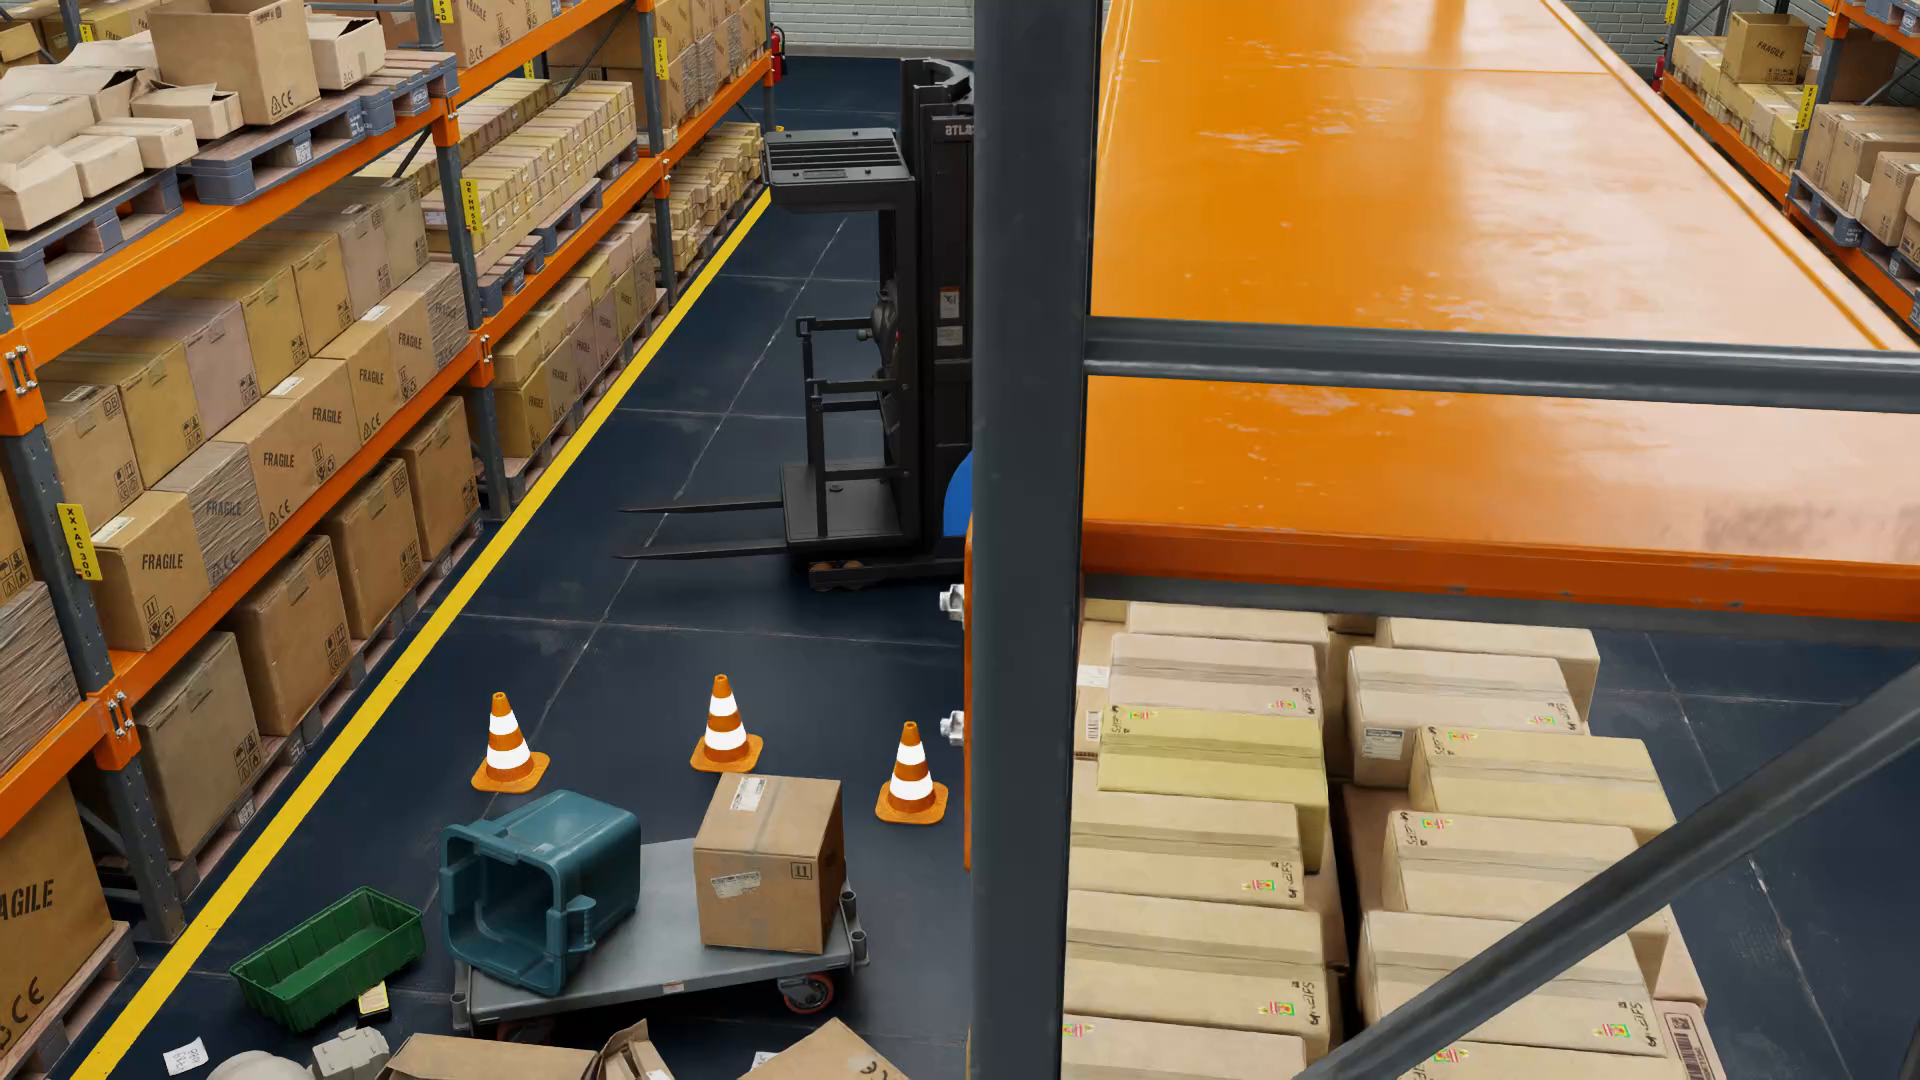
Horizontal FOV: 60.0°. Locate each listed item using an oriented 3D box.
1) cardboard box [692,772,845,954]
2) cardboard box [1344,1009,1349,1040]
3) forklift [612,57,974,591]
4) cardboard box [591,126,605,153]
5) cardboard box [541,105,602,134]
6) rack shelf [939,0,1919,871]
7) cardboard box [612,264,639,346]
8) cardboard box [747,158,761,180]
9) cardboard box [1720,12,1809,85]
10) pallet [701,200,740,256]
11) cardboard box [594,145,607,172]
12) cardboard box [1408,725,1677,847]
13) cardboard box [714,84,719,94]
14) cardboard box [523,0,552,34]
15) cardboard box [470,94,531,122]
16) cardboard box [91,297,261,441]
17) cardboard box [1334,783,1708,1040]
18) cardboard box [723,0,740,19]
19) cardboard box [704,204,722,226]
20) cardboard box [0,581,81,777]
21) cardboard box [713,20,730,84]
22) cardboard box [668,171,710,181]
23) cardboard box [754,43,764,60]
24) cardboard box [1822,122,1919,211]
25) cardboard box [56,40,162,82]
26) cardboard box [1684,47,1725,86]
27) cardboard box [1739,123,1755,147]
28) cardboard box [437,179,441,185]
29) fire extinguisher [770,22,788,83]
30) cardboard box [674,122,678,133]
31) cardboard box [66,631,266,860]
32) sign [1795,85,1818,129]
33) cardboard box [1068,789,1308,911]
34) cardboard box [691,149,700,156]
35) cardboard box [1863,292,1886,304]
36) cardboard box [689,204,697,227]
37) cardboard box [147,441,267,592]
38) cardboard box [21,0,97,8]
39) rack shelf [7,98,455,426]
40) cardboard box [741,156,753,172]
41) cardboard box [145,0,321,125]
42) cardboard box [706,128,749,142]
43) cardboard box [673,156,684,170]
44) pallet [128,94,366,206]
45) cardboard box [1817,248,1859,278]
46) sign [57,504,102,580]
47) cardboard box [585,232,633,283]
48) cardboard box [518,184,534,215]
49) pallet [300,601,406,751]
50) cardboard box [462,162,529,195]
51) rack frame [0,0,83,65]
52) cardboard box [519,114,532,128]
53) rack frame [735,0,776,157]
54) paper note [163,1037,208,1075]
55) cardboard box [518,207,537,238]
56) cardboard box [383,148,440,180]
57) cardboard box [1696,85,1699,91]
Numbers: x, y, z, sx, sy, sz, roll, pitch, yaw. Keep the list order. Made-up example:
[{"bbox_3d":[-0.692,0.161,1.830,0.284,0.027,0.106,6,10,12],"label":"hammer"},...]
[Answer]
[{"bbox_3d":[-0.767,1.311,6.782,0.500,0.500,0.500,3,28,6],"label":"cardboard box"},{"bbox_3d":[0.892,0.800,2.997,0.380,0.149,0.250,3,28,6],"label":"cardboard box"},{"bbox_3d":[-0.617,-1.250,9.771,3.031,2.935,1.130,-4,29,-7],"label":"forklift"},{"bbox_3d":[-2.888,-3.009,12.473,0.380,0.149,0.250,2,28,5],"label":"cardboard box"},{"bbox_3d":[-2.895,-3.137,12.396,0.380,0.149,0.250,3,28,6],"label":"cardboard box"},{"bbox_3d":[0.758,-0.748,3.204,1.077,0.370,4.000,3,28,6],"label":"rack shelf"},{"bbox_3d":[-2.846,-1.852,13.010,0.500,0.500,0.500,3,28,5],"label":"cardboard box"},{"bbox_3d":[-2.240,-3.798,16.992,0.380,0.149,0.250,4,29,8],"label":"cardboard box"},{"bbox_3d":[6.894,-4.219,14.265,0.500,0.500,0.500,4,29,7],"label":"cardboard box"},{"bbox_3d":[-2.747,-3.039,15.960,1.003,0.211,1.213,3,28,6],"label":"pallet"},{"bbox_3d":[-2.889,-2.891,12.567,0.380,0.149,0.250,2,28,4],"label":"cardboard box"},{"bbox_3d":[0.971,0.453,2.801,0.380,0.149,0.250,3,28,6],"label":"cardboard box"},{"bbox_3d":[-2.473,-4.248,15.529,0.380,0.149,0.250,4,29,7],"label":"cardboard box"},{"bbox_3d":[-2.987,-3.579,10.754,0.500,0.500,0.500,3,28,6],"label":"cardboard box"},{"bbox_3d":[-3.509,-3.298,12.695,0.380,0.149,0.250,4,29,7],"label":"cardboard box"},{"bbox_3d":[-3.744,-0.805,7.714,0.700,0.500,0.500,4,29,7],"label":"cardboard box"},{"bbox_3d":[0.910,0.673,2.812,0.500,0.250,0.500,3,28,5],"label":"cardboard box"},{"bbox_3d":[-2.378,-5.157,15.478,0.500,0.500,0.500,5,29,9],"label":"cardboard box"},{"bbox_3d":[-2.459,-3.068,15.637,0.380,0.149,0.250,3,28,5],"label":"cardboard box"},{"bbox_3d":[-3.955,0.502,6.290,0.875,0.550,0.550,3,28,6],"label":"cardboard box"},{"bbox_3d":[-2.443,-4.488,15.291,0.500,0.500,0.500,5,29,9],"label":"cardboard box"},{"bbox_3d":[-2.546,-3.334,15.504,0.380,0.149,0.250,2,28,4],"label":"cardboard box"},{"bbox_3d":[-2.211,-4.975,16.878,0.380,0.149,0.250,3,28,6],"label":"cardboard box"},{"bbox_3d":[6.565,-2.616,11.687,0.700,0.500,0.500,4,29,7],"label":"cardboard box"},{"bbox_3d":[-3.863,-2.194,7.835,0.500,0.311,0.500,3,28,5],"label":"cardboard box"},{"bbox_3d":[7.016,-4.358,15.313,0.500,0.250,0.500,4,29,7],"label":"cardboard box"},{"bbox_3d":[6.779,-3.391,13.939,0.380,0.149,0.250,3,28,5],"label":"cardboard box"},{"bbox_3d":[-3.699,-2.438,11.414,0.380,0.149,0.250,3,28,6],"label":"cardboard box"},{"bbox_3d":[-1.963,-5.149,17.411,0.296,0.674,0.183,3,28,6],"label":"fire extinguisher"},{"bbox_3d":[-2.624,-3.502,14.145,0.380,0.149,0.250,4,29,8],"label":"cardboard box"},{"bbox_3d":[-3.935,0.902,7.635,1.050,0.750,0.750,3,28,6],"label":"cardboard box"},{"bbox_3d":[6.371,-3.254,12.508,0.100,0.325,0.005,3,28,6],"label":"sign"},{"bbox_3d":[0.344,0.539,2.641,0.380,0.149,0.250,3,28,6],"label":"cardboard box"},{"bbox_3d":[-2.802,-3.838,16.753,0.380,0.149,0.250,4,29,7],"label":"cardboard box"},{"bbox_3d":[6.605,-1.676,11.999,0.380,0.149,0.250,3,28,5],"label":"cardboard box"},{"bbox_3d":[-2.608,-2.953,15.110,0.380,0.149,0.250,2,28,4],"label":"cardboard box"},{"bbox_3d":[-3.529,-0.120,7.497,0.500,0.500,0.500,4,29,7],"label":"cardboard box"},{"bbox_3d":[-7.995,-4.571,14.917,0.500,0.500,0.500,4,29,7],"label":"cardboard box"},{"bbox_3d":[-3.677,-1.552,7.856,1.077,0.370,4.000,3,28,6],"label":"rack shelf"},{"bbox_3d":[-2.295,-3.806,16.694,0.380,0.149,0.250,2,28,4],"label":"cardboard box"},{"bbox_3d":[-3.367,-2.248,7.737,0.500,0.500,0.500,3,28,6],"label":"cardboard box"},{"bbox_3d":[-2.353,-4.068,16.866,0.380,0.149,0.250,4,29,7],"label":"cardboard box"},{"bbox_3d":[-2.917,-3.720,16.221,0.380,0.149,0.250,4,29,8],"label":"cardboard box"},{"bbox_3d":[-3.592,-1.894,7.932,1.003,0.211,1.213,5,29,9],"label":"pallet"},{"bbox_3d":[6.618,-2.068,12.413,0.380,0.149,0.250,2,28,4],"label":"cardboard box"},{"bbox_3d":[-3.371,0.009,6.366,0.100,0.325,0.005,3,28,6],"label":"sign"},{"bbox_3d":[-2.858,-2.180,12.829,0.500,0.250,0.500,5,29,9],"label":"cardboard box"},{"bbox_3d":[-3.082,-2.283,11.125,0.380,0.149,0.250,3,29,6],"label":"cardboard box"},{"bbox_3d":[-3.755,0.678,9.062,1.003,0.211,1.213,3,28,6],"label":"pallet"},{"bbox_3d":[-3.085,-2.398,11.026,0.380,0.149,0.250,2,28,4],"label":"cardboard box"},{"bbox_3d":[-7.852,-3.708,14.262,1.000,3.000,0.127,3,28,6],"label":"rack frame"},{"bbox_3d":[-3.507,-3.175,12.782,0.380,0.149,0.250,4,29,7],"label":"cardboard box"},{"bbox_3d":[-2.452,-5.255,17.134,1.000,3.000,0.127,3,28,6],"label":"rack frame"},{"bbox_3d":[-3.106,2.069,6.668,0.147,0.020,0.142,-17,33,-29],"label":"paper note"},{"bbox_3d":[-3.080,-2.143,11.179,0.380,0.149,0.250,5,29,9],"label":"cardboard box"},{"bbox_3d":[-3.697,-2.563,11.332,0.380,0.149,0.250,3,28,6],"label":"cardboard box"},{"bbox_3d":[7.105,-4.231,15.497,0.380,0.149,0.250,3,28,6],"label":"cardboard box"}]
